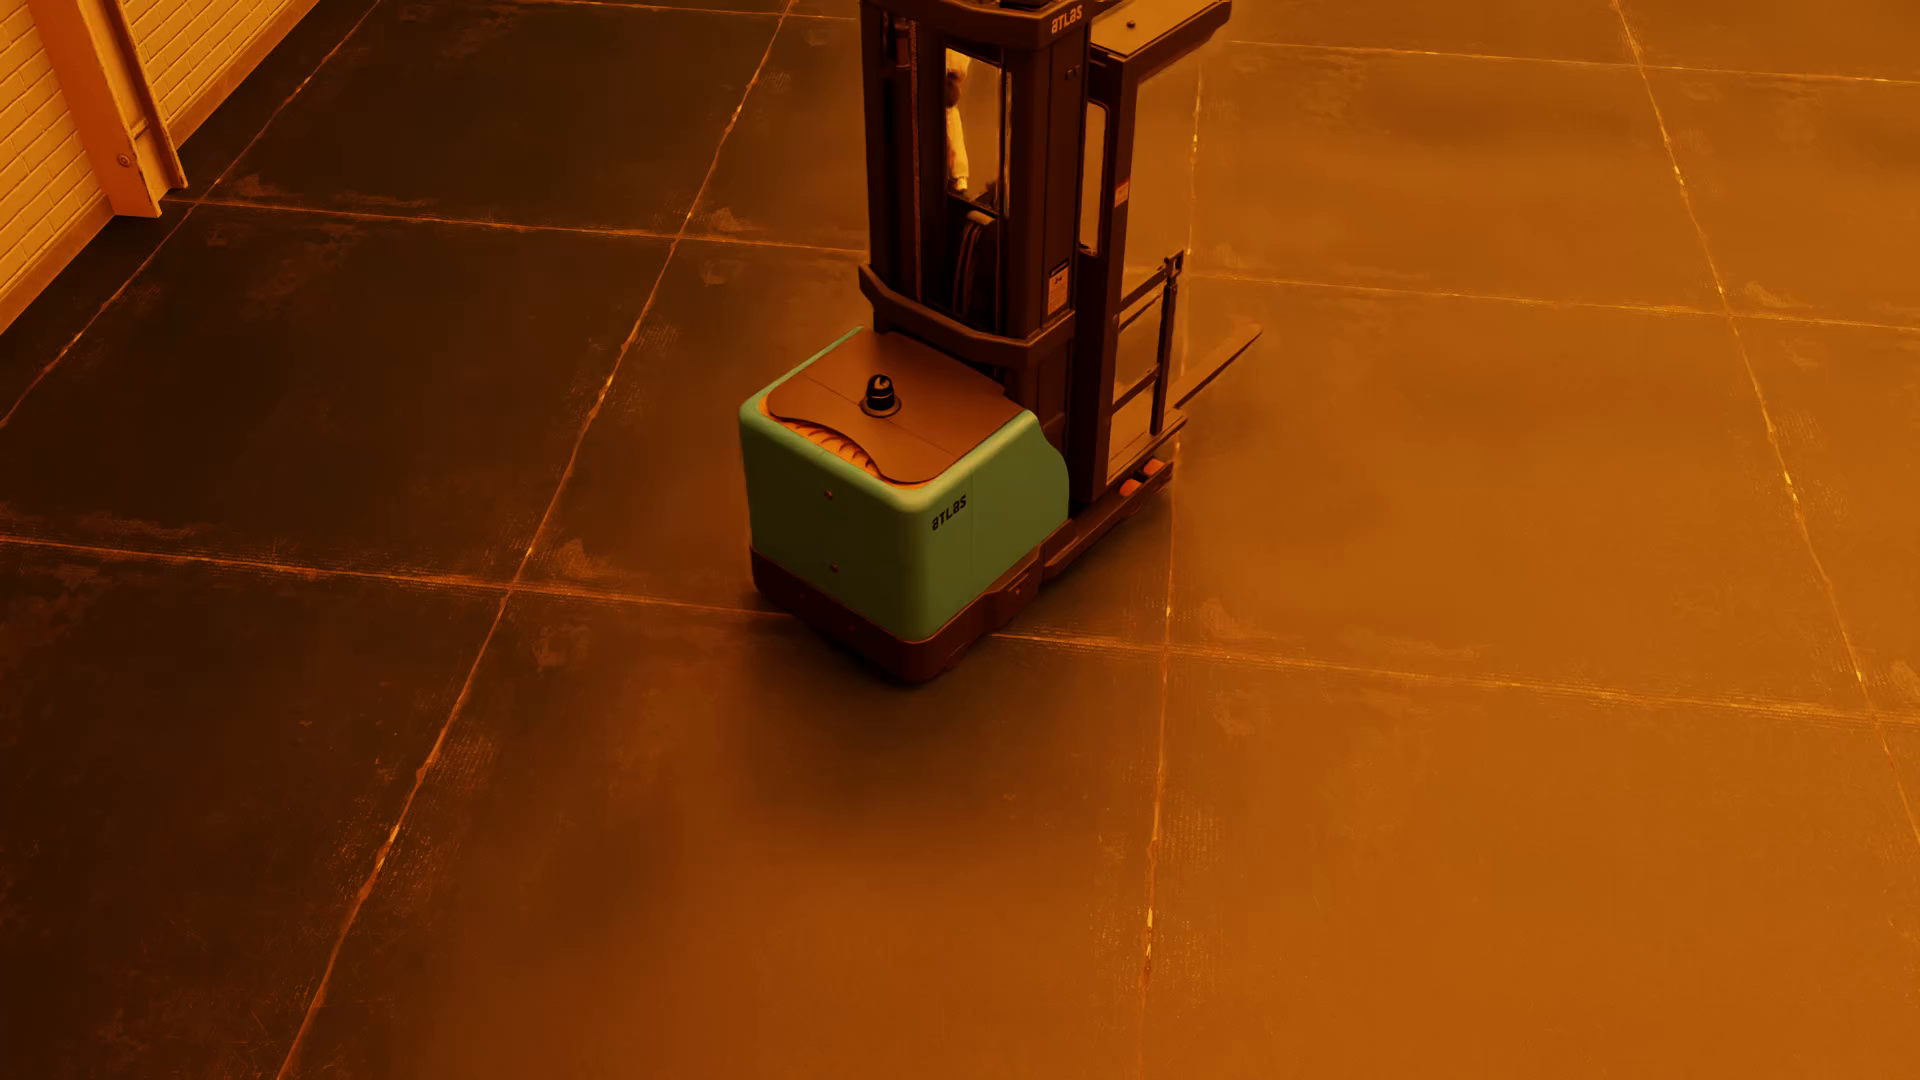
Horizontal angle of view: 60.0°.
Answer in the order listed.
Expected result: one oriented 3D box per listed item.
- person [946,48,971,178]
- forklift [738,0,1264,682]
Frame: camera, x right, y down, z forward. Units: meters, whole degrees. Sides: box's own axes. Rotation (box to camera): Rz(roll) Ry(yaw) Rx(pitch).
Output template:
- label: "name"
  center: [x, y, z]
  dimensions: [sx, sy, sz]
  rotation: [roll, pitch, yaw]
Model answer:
- label: "person"
  center: [-0.109, -2.799, 9.874]
  dimensions: [0.471, 1.314, 0.560]
  rotation: [-26, 49, -26]
- label: "forklift"
  center: [0.384, -1.403, 7.252]
  dimensions: [1.130, 2.935, 3.031]
  rotation: [29, 50, 28]
